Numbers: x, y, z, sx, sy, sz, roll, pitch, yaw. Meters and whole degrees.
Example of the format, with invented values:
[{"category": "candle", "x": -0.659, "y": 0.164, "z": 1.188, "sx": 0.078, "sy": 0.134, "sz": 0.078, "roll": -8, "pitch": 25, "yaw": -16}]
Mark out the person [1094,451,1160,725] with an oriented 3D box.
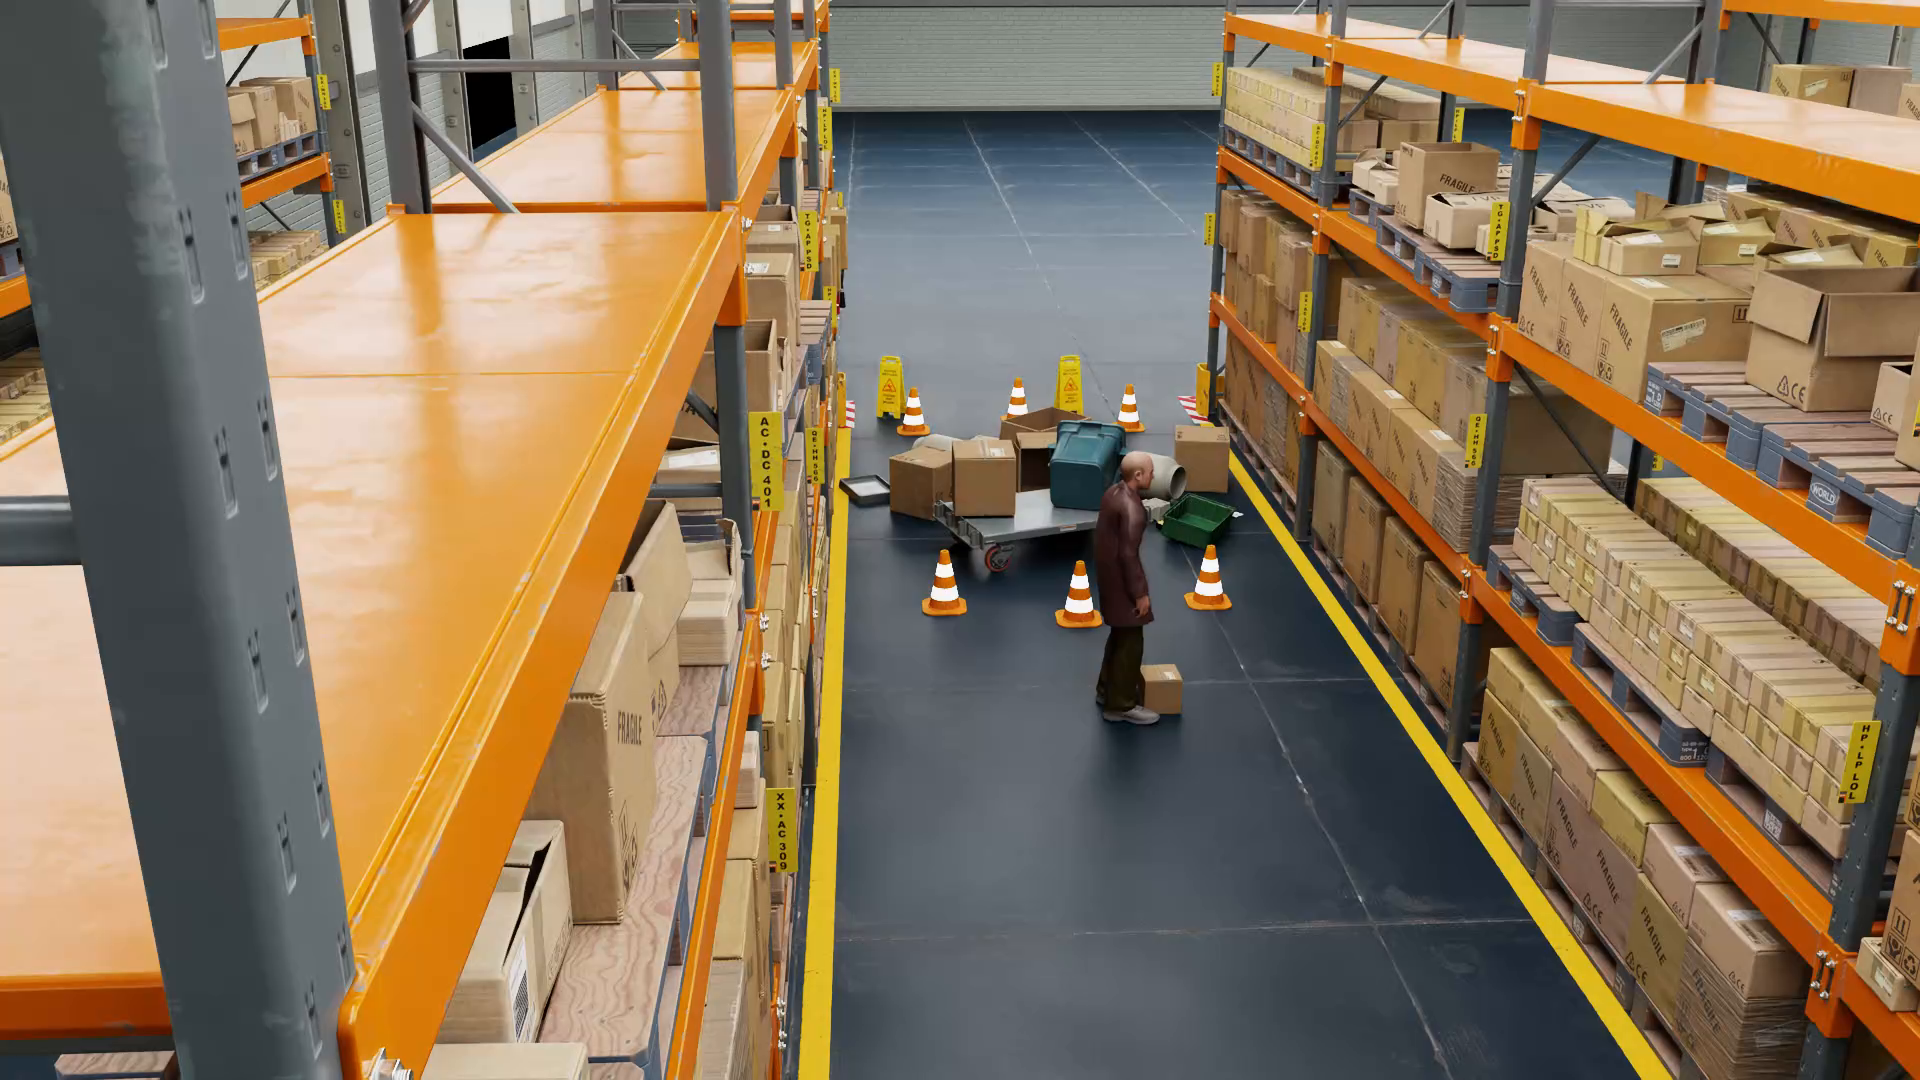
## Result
[{"category": "person", "x": 1.081, "y": 0.282, "z": 10.825, "sx": 0.418, "sy": 1.774, "sz": 0.656, "roll": -2, "pitch": 20, "yaw": -5}]
